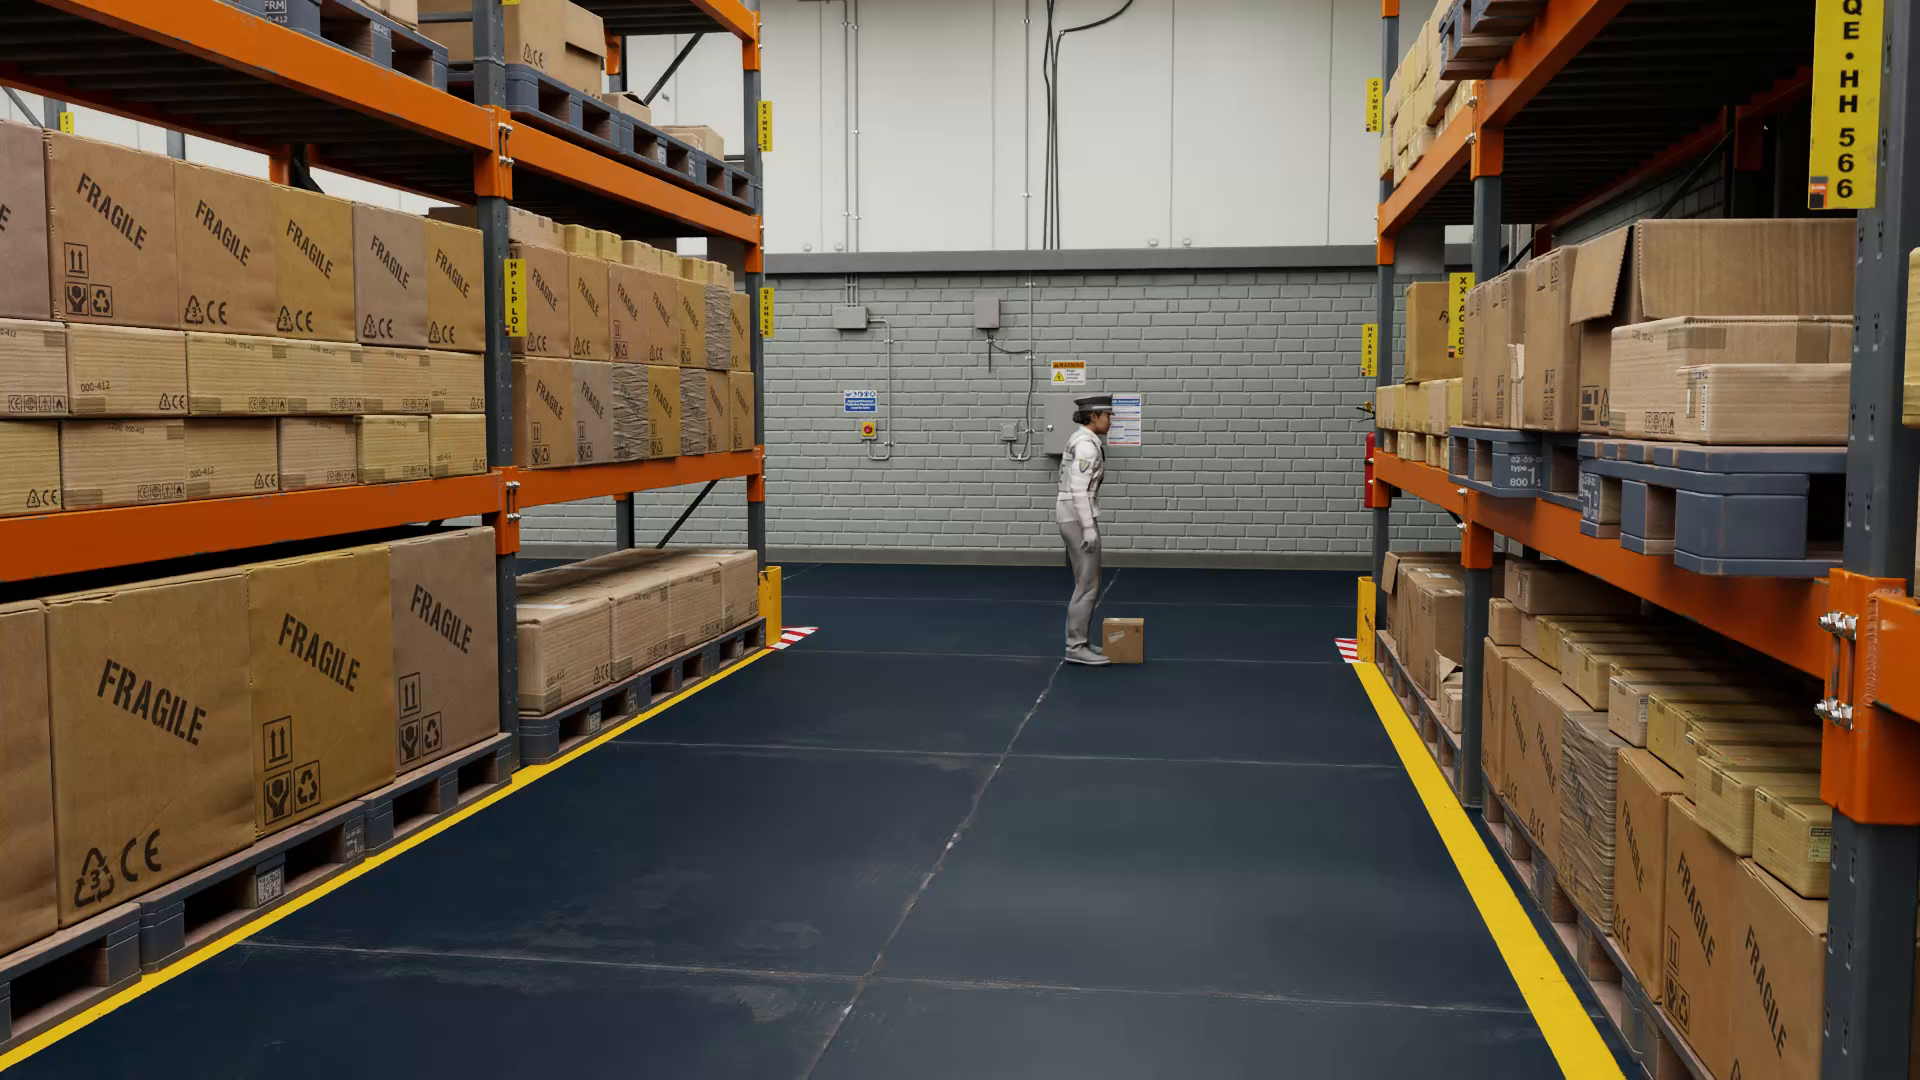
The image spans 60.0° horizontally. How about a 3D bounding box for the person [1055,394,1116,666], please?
[{"bbox_3d":[0.779,-0.078,10.359,0.374,1.661,0.539,0,5,5],"label":"person"}]
